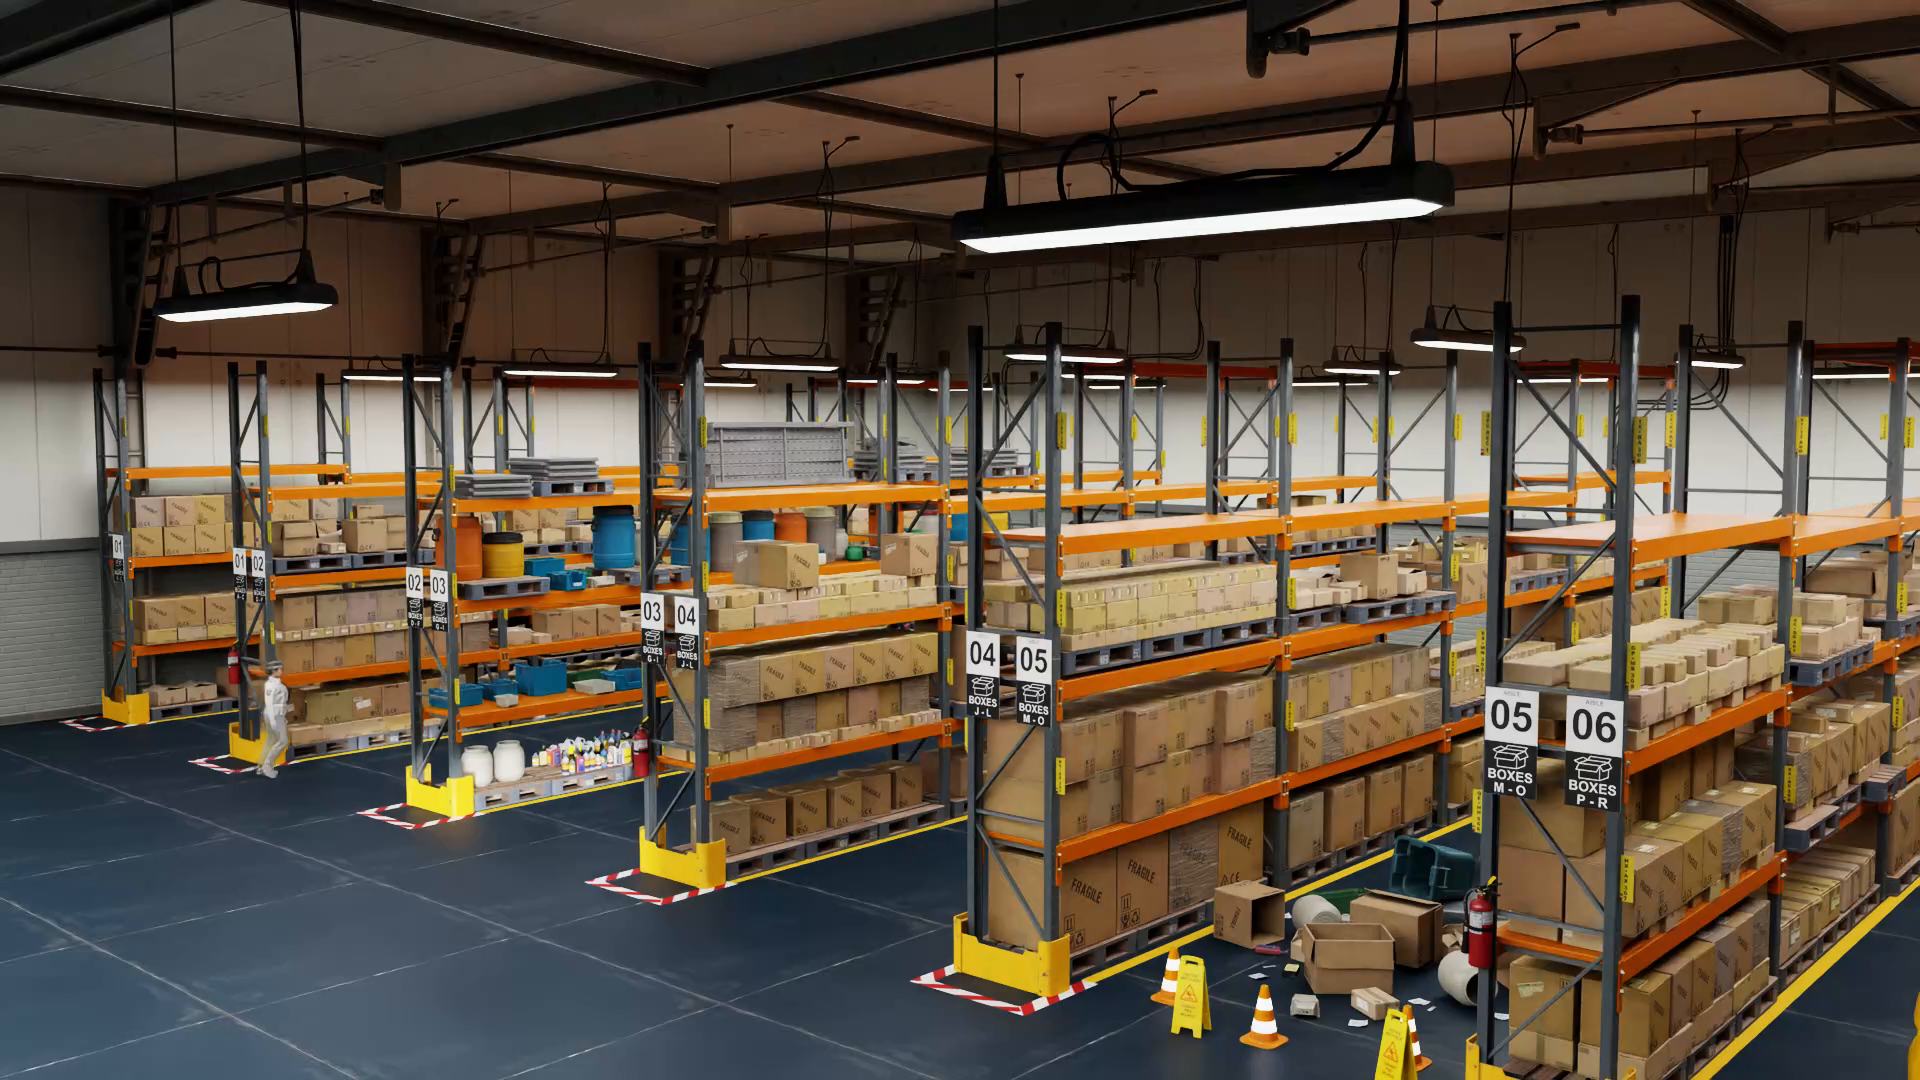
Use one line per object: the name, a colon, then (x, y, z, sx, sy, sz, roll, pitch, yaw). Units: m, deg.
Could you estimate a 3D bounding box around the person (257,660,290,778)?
person: (-9.902, 2.564, 23.950, 0.464, 1.651, 0.578, -1, 4, -13)
